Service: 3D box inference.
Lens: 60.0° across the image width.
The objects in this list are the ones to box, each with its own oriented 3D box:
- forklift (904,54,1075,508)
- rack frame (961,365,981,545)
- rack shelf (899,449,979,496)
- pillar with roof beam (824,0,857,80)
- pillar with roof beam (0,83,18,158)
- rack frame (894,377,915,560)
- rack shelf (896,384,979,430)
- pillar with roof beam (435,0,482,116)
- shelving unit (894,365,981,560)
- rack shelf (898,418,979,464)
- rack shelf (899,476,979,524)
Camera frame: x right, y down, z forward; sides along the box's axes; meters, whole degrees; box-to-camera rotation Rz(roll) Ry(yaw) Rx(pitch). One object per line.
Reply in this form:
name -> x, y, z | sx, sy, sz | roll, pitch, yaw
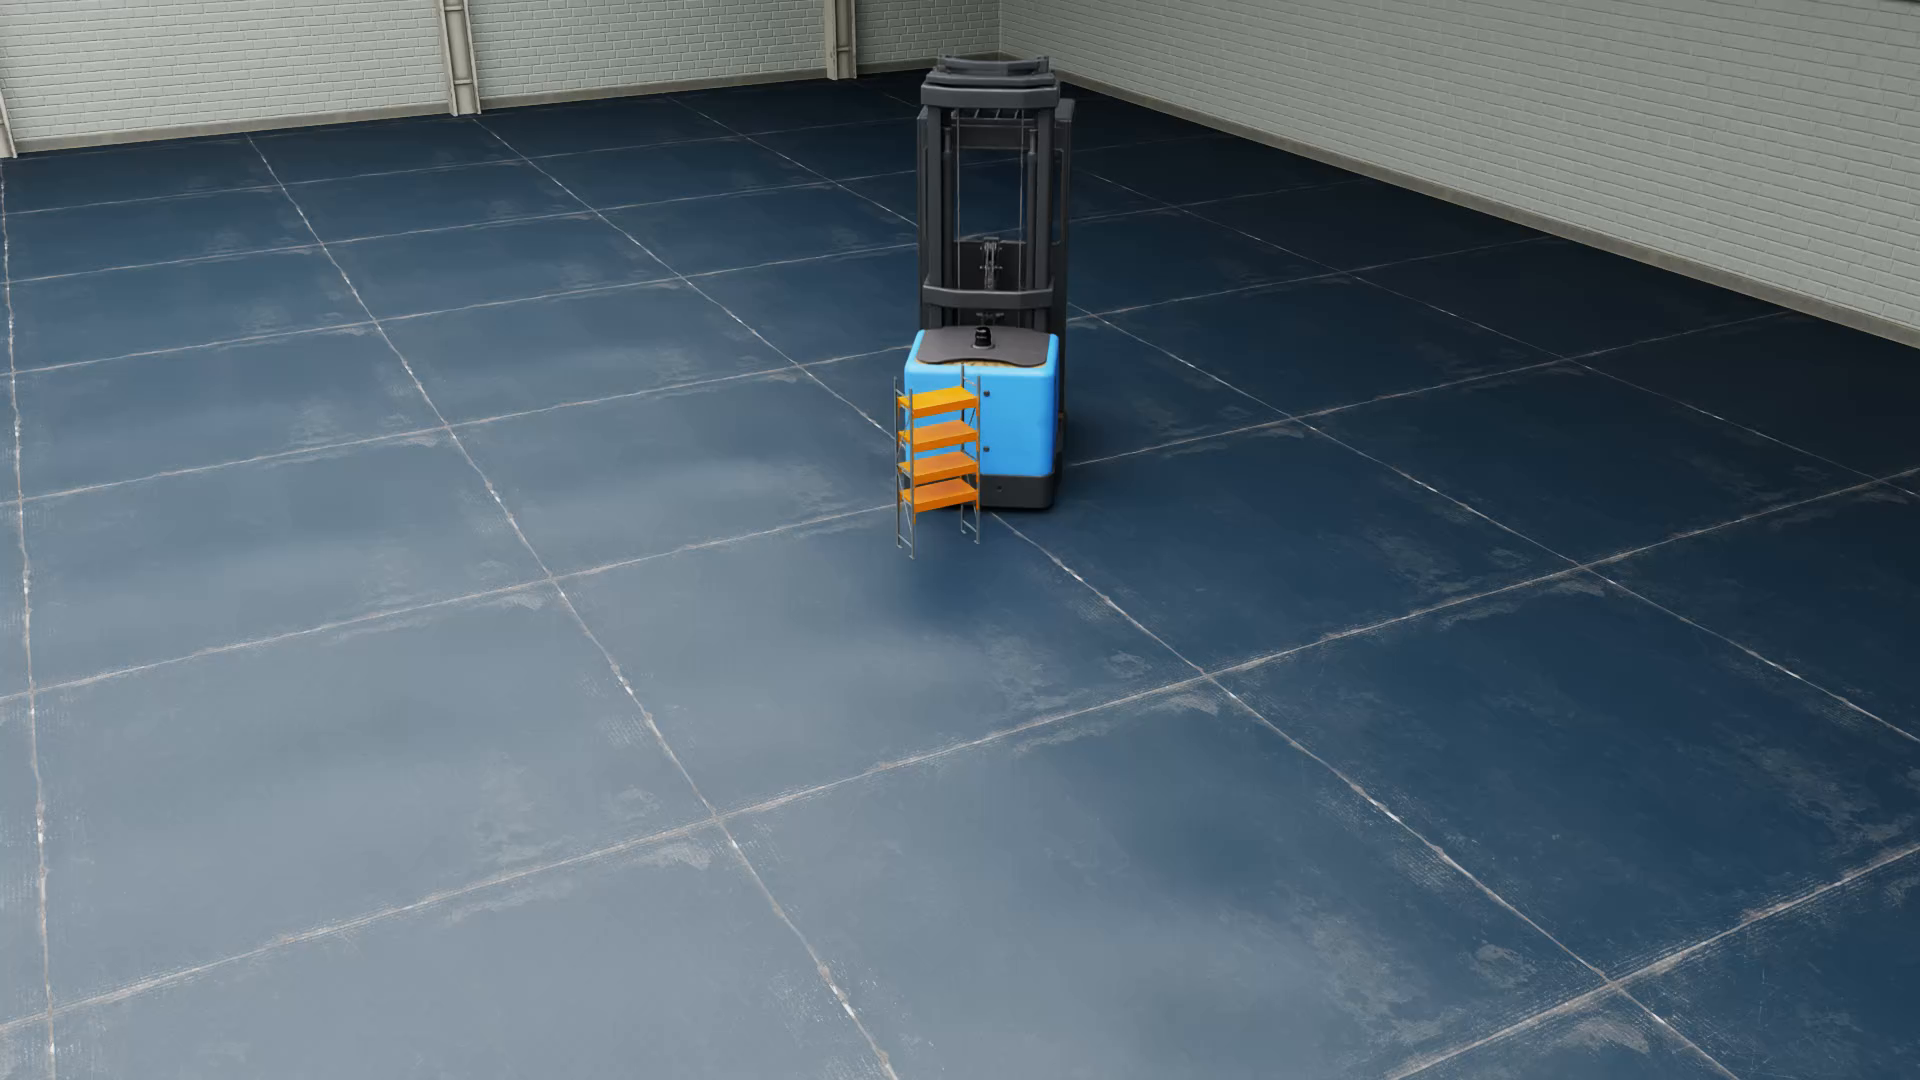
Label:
forklift -> 0.265, -2.146, 12.332 | 1.130, 2.935, 3.031 | 2, 26, 5
rack frame -> 0.069, -0.557, 11.024 | 0.015, 1.200, 0.240 | -13, 29, -25
rack shelf -> -0.146, -0.447, 10.949 | 0.480, 0.148, 0.258 | -13, 29, -25
pillar with roof beam -> 0.126, -9.846, 21.359 | 0.400, 9.000, 9.100 | -13, 29, -25
pillar with roof beam -> -10.463, -7.402, 16.269 | 0.400, 9.000, 9.100 | -13, 29, -25
rack frame -> -0.361, -0.457, 10.817 | 0.015, 1.200, 0.240 | -13, 29, -25
rack shelf -> -0.146, -0.861, 10.750 | 0.480, 0.148, 0.258 | -13, 29, -25
pillar with roof beam -> -5.168, -8.624, 18.814 | 0.400, 9.000, 9.100 | -13, 29, -25
shelving unit -> -0.146, -0.507, 10.920 | 0.503, 1.200, 0.258 | -13, 29, -25
rack shelf -> -0.146, -0.648, 10.852 | 0.480, 0.148, 0.258 | -13, 29, -25
rack shelf -> -0.146, -0.268, 11.035 | 0.480, 0.148, 0.258 | -13, 29, -25
